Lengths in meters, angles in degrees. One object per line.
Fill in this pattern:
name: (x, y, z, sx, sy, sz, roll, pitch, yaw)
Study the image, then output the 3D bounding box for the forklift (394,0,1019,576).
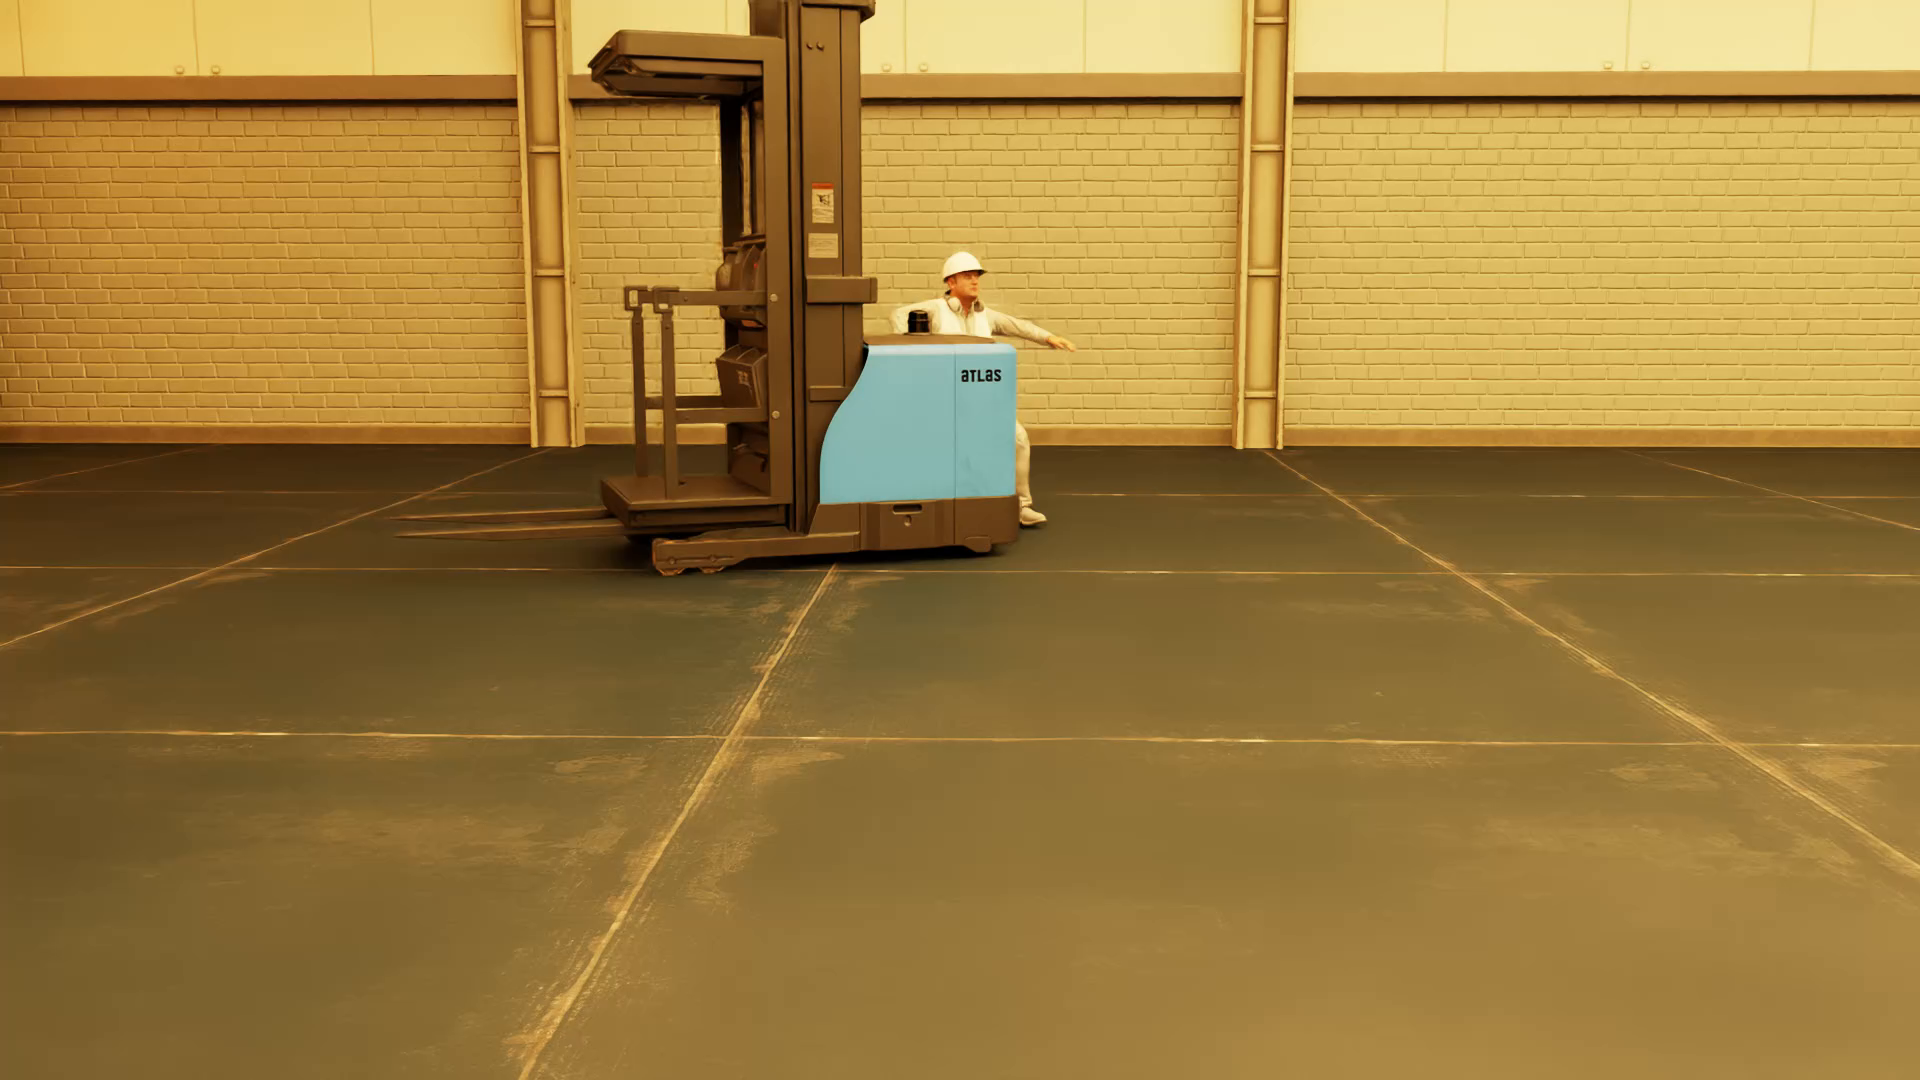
forklift: (-1.274, -1.368, 8.252, 3.031, 2.935, 1.130, -3, 9, -19)

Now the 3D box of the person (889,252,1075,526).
person: (0.107, -0.862, 9.523, 1.064, 1.559, 0.865, -7, 11, -38)
